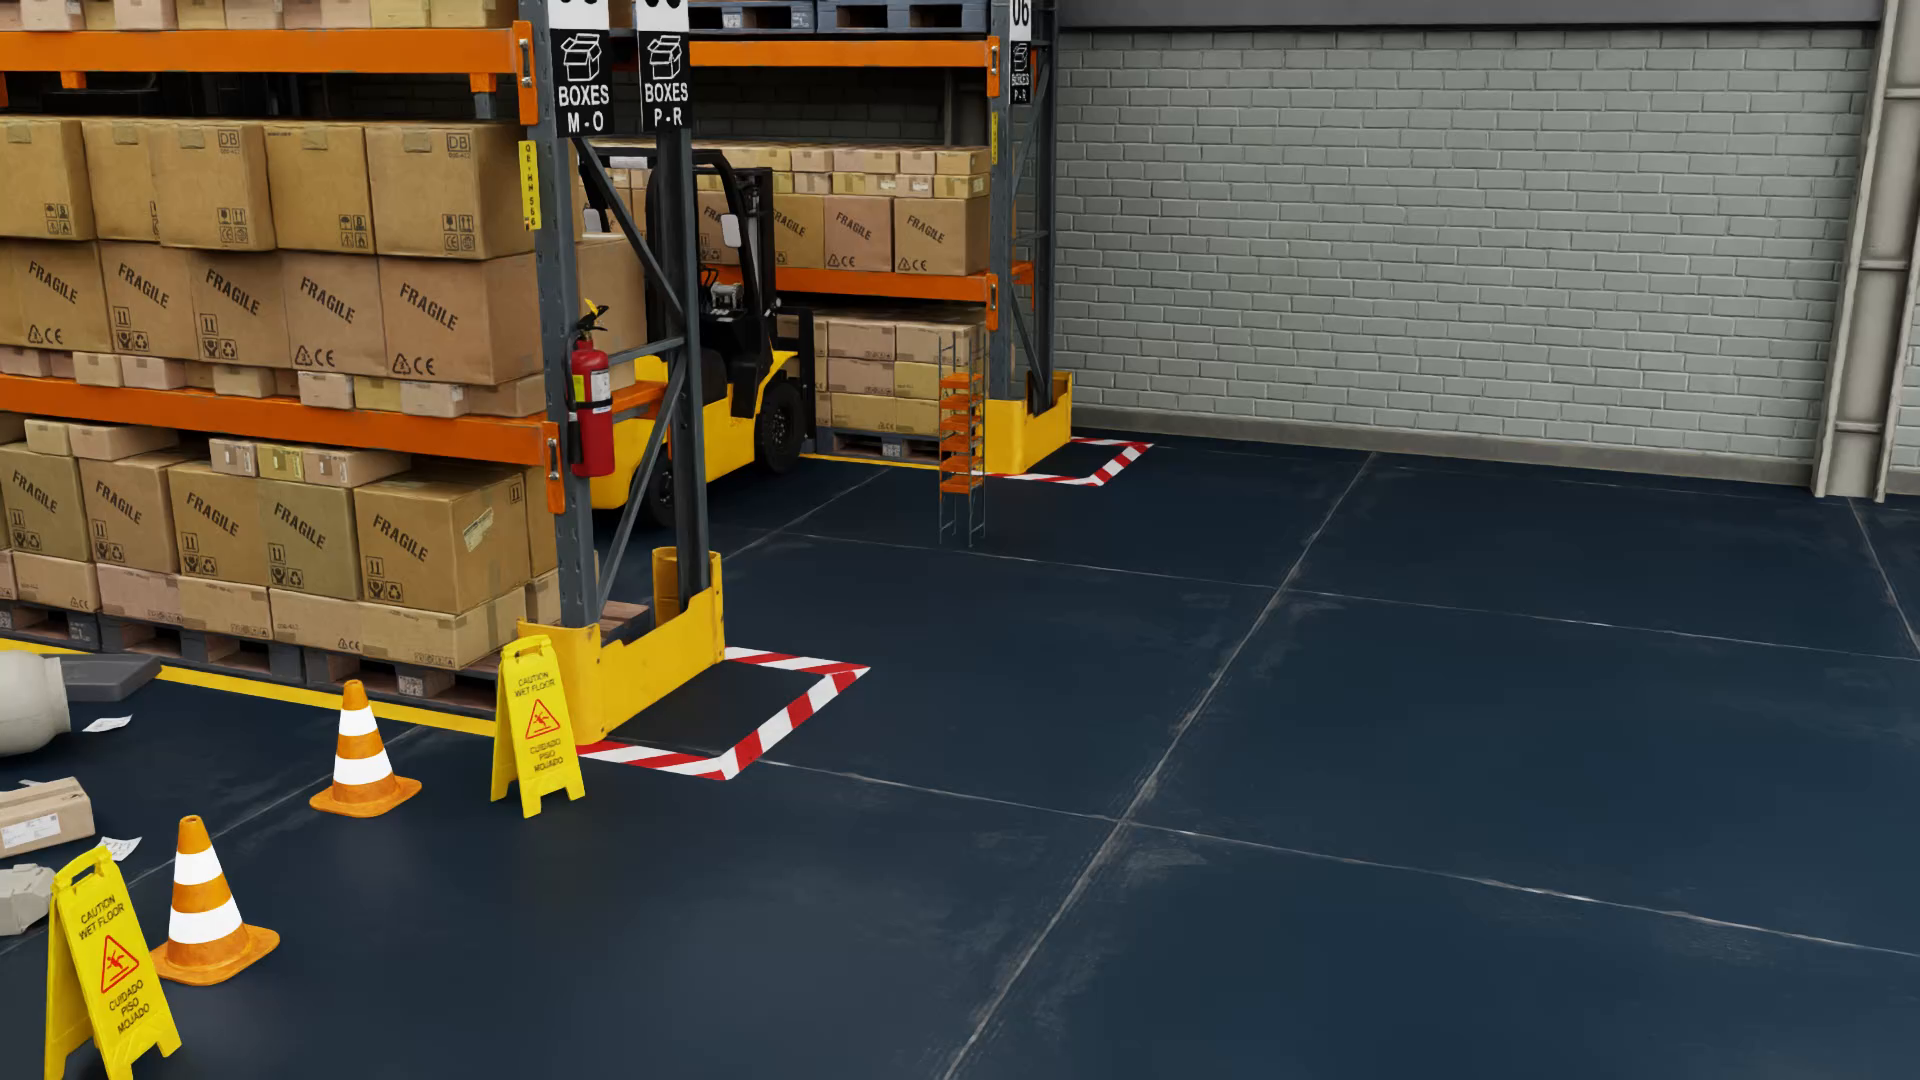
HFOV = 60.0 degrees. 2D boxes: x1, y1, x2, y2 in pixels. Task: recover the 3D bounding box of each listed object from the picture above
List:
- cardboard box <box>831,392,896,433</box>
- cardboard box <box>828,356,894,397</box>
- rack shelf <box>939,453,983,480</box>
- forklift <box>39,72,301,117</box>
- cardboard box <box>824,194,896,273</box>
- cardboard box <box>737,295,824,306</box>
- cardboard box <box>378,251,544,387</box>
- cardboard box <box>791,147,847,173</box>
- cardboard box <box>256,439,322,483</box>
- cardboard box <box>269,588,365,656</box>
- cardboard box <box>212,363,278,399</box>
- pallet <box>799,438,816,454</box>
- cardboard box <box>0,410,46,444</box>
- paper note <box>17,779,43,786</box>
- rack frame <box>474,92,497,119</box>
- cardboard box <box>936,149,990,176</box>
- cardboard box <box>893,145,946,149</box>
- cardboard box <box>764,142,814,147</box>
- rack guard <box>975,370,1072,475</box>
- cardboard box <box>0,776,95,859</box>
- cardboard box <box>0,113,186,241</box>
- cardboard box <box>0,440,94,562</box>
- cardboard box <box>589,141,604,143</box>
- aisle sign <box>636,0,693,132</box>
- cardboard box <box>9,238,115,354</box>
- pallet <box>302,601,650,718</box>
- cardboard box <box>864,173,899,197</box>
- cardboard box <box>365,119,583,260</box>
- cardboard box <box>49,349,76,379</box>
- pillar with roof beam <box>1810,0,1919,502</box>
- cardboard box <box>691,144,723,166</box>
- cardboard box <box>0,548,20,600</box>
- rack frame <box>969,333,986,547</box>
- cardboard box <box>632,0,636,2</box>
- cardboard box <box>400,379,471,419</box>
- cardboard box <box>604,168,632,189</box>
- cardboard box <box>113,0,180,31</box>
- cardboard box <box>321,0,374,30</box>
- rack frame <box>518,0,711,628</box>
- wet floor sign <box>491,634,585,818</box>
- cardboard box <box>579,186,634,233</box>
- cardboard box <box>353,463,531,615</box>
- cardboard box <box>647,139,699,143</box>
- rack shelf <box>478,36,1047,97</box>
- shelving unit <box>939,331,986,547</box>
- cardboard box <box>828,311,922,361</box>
[{"bbox_3d":[-0.577,-0.946,11.732,0.500,0.250,0.500,6,17,21],"label":"cardboard box"},{"bbox_3d":[-0.595,-1.190,11.673,0.500,0.250,0.500,6,17,20],"label":"cardboard box"},{"bbox_3d":[0.013,-0.417,9.547,0.180,0.103,0.258,6,17,21],"label":"rack shelf"},{"bbox_3d":[-5.056,-1.860,10.823,3.031,2.935,1.130,5,17,17],"label":"forklift"},{"bbox_3d":[-0.598,-2.131,11.456,0.500,0.500,0.500,7,18,22],"label":"cardboard box"},{"bbox_3d":[-1.344,-1.664,12.409,0.500,0.250,0.500,6,17,20],"label":"cardboard box"},{"bbox_3d":[-1.989,-0.933,6.794,0.500,0.500,0.500,6,17,20],"label":"cardboard box"},{"bbox_3d":[-0.957,-2.610,11.406,0.250,0.149,0.380,7,18,22],"label":"cardboard box"},{"bbox_3d":[-2.823,-0.372,7.244,0.250,0.149,0.380,7,17,22],"label":"cardboard box"},{"bbox_3d":[-2.712,0.293,7.463,0.500,0.250,0.500,6,17,21],"label":"cardboard box"},{"bbox_3d":[-3.025,-0.733,7.268,0.250,0.149,0.380,6,17,20],"label":"cardboard box"},{"bbox_3d":[-1.423,-0.899,12.392,1.213,0.211,1.003,6,17,21],"label":"pallet"},{"bbox_3d":[-4.560,-0.561,7.897,0.250,0.149,0.380,7,17,21],"label":"cardboard box"},{"bbox_3d":[-3.581,0.940,6.419,0.123,0.001,0.032,6,17,21],"label":"paper note"},{"bbox_3d":[-3.286,-2.455,12.749,0.127,3.000,1.000,6,17,21],"label":"rack frame"},{"bbox_3d":[0.024,-2.530,11.132,0.250,0.149,0.380,6,17,21],"label":"cardboard box"},{"bbox_3d":[-0.281,-2.697,11.706,0.250,0.149,0.380,7,17,22],"label":"cardboard box"},{"bbox_3d":[-1.227,-2.803,12.074,0.250,0.149,0.380,6,17,21],"label":"cardboard box"},{"bbox_3d":[0.457,-0.843,11.680,0.348,0.500,1.175,6,17,21],"label":"rack guard"},{"bbox_3d":[-3.343,1.001,5.958,0.380,0.149,0.250,-12,20,-37],"label":"cardboard box"},{"bbox_3d":[-3.850,-1.621,7.369,0.500,0.500,0.700,6,17,19],"label":"cardboard box"},{"bbox_3d":[-4.152,-0.226,7.907,0.500,0.500,0.500,7,18,23],"label":"cardboard box"},{"bbox_3d":[-2.815,-2.849,12.230,0.250,0.149,0.380,7,17,21],"label":"cardboard box"},{"bbox_3d":[-1.211,-2.080,6.797,0.004,0.787,0.394,6,17,21],"label":"aisle sign"},{"bbox_3d":[-3.859,-1.141,7.509,0.500,0.500,0.500,6,17,20],"label":"cardboard box"},{"bbox_3d":[-2.196,0.481,7.637,1.213,0.211,1.003,6,17,21],"label":"pallet"},{"bbox_3d":[-0.458,-2.429,11.317,0.250,0.149,0.380,7,17,22],"label":"cardboard box"},{"bbox_3d":[-1.938,-1.425,6.694,0.500,0.500,0.700,6,17,19],"label":"cardboard box"},{"bbox_3d":[-3.939,-0.846,7.658,0.250,0.149,0.380,6,17,20],"label":"cardboard box"},{"bbox_3d":[4.120,-3.501,5.594,0.400,9.000,9.100,6,17,21],"label":"pillar with roof beam"},{"bbox_3d":[-1.871,-2.736,11.843,0.250,0.149,0.380,6,17,20],"label":"cardboard box"},{"bbox_3d":[-4.654,0.082,8.189,0.500,0.250,0.500,5,17,18],"label":"cardboard box"},{"bbox_3d":[0.099,-0.565,9.469,0.006,1.200,0.240,6,17,21],"label":"rack frame"},{"bbox_3d":[-2.265,-3.821,11.593,0.250,0.149,0.380,7,18,22],"label":"cardboard box"},{"bbox_3d":[-2.086,-0.617,6.870,0.250,0.149,0.380,6,17,20],"label":"cardboard box"},{"bbox_3d":[-2.390,-2.624,11.988,0.250,0.149,0.380,7,17,22],"label":"cardboard box"},{"bbox_3d":[-3.263,-2.187,6.898,0.250,0.149,0.380,6,17,20],"label":"cardboard box"},{"bbox_3d":[-2.296,-2.095,6.579,0.250,0.149,0.380,7,18,22],"label":"cardboard box"},{"bbox_3d":[-1.383,-0.758,6.904,0.127,3.000,1.000,6,17,21],"label":"rack frame"},{"bbox_3d":[-1.599,0.670,6.209,0.232,0.644,0.267,14,21,40],"label":"wet floor sign"},{"bbox_3d":[-2.478,-2.341,12.177,0.500,0.500,0.500,7,17,22],"label":"cardboard box"},{"bbox_3d":[-2.224,-0.014,7.174,0.500,0.500,0.500,6,17,21],"label":"cardboard box"},{"bbox_3d":[-2.153,-2.933,12.522,0.250,0.149,0.380,6,17,20],"label":"cardboard box"},{"bbox_3d":[-1.426,-3.345,11.727,4.000,0.370,1.077,6,17,21],"label":"rack shelf"},{"bbox_3d":[0.013,-0.575,9.501,0.189,1.200,0.258,6,17,21],"label":"shelving unit"},{"bbox_3d":[-0.585,-1.424,11.583,0.500,0.250,0.500,7,17,22],"label":"cardboard box"}]
